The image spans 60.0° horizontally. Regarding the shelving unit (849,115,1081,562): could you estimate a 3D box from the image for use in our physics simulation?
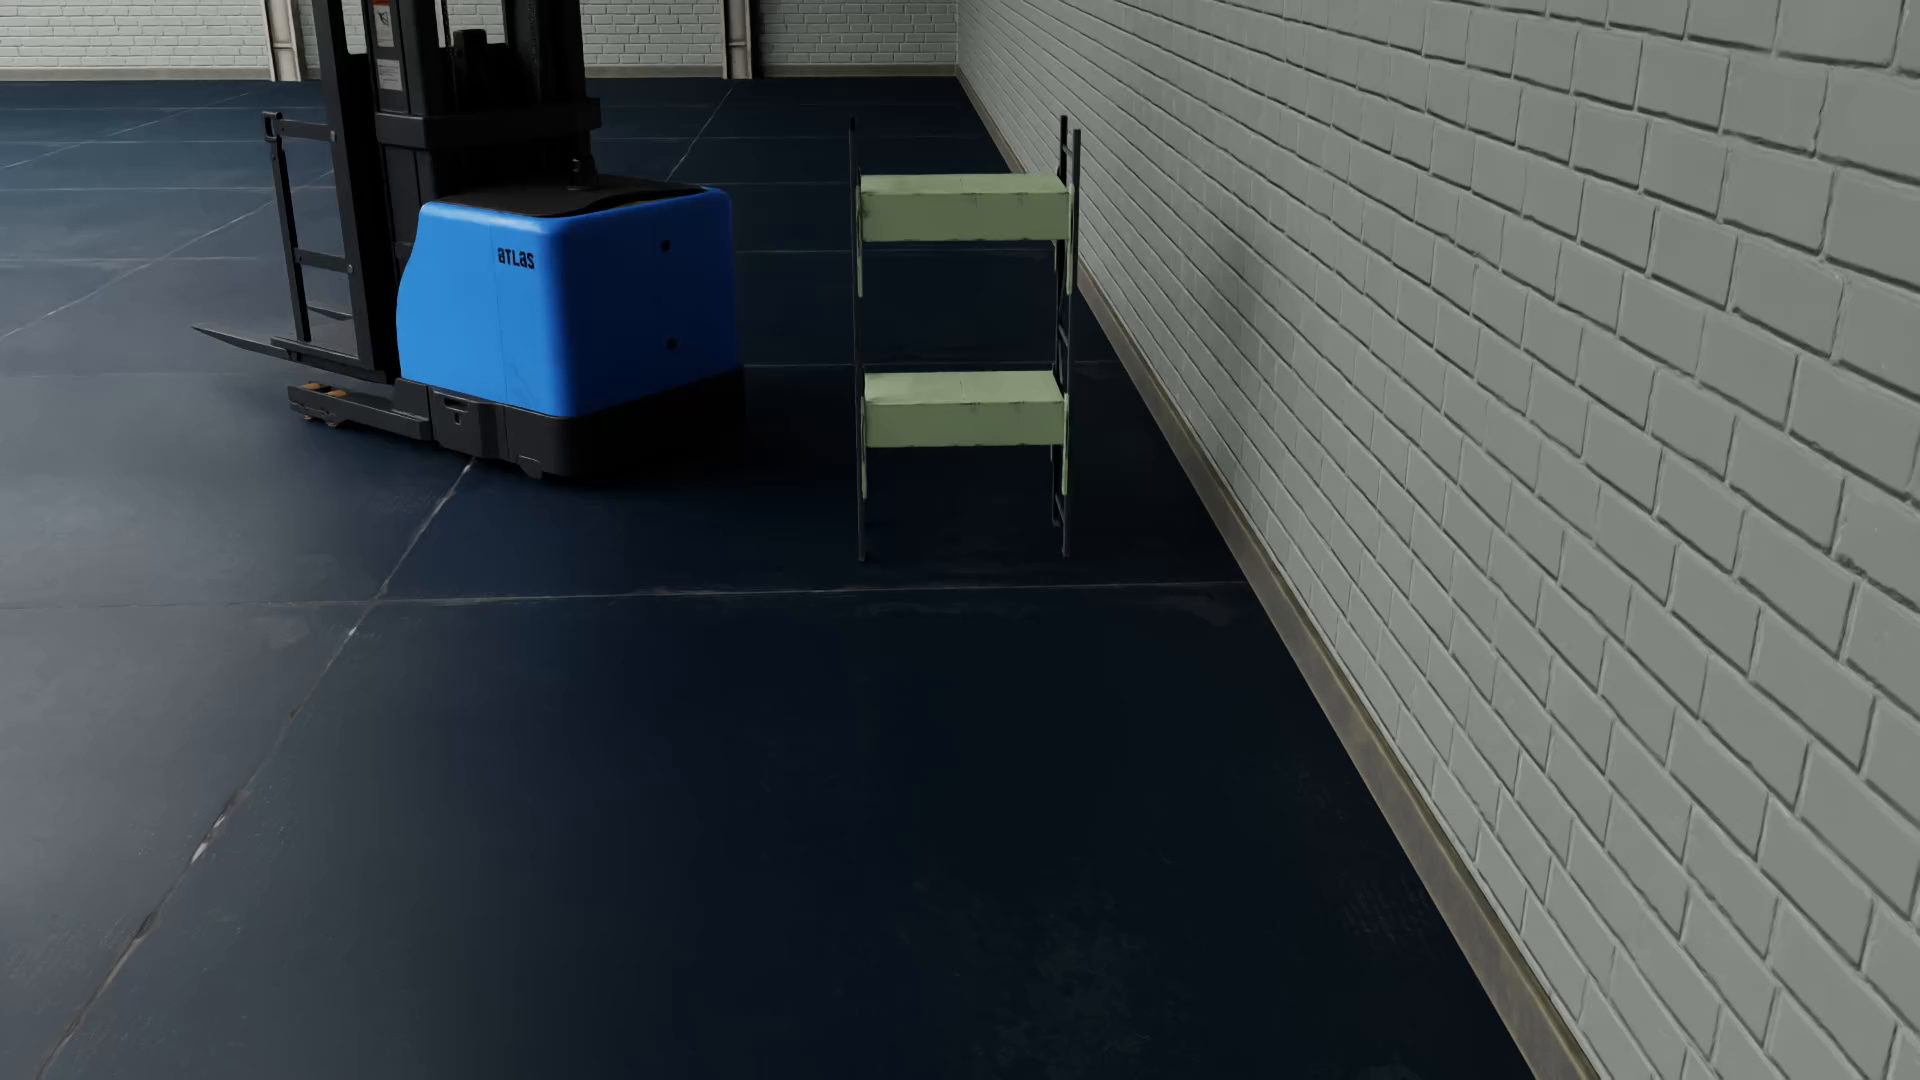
[{"bbox_3d":[0.007,-0.701,5.854,0.755,1.500,0.431,-1,21,-3],"label":"shelving unit"}]

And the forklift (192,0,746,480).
[{"bbox_3d":[-2.429,-2.010,7.281,3.031,2.935,1.130,15,25,34],"label":"forklift"}]

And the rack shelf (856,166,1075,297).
[{"bbox_3d":[0.007,-1.066,5.716,0.720,0.370,0.431,-1,21,-3],"label":"rack shelf"}]

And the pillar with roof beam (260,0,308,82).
[{"bbox_3d":[-8.760,-8.856,16.735,0.400,9.000,9.100,-1,21,-3],"label":"pillar with roof beam"}]

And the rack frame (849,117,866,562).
[{"bbox_3d":[-0.359,-0.694,5.835,0.023,1.500,0.400,-1,21,-3],"label":"rack frame"}]

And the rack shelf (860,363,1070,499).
[{"bbox_3d":[0.007,-0.396,5.970,0.720,0.370,0.431,-1,21,-3],"label":"rack shelf"}]

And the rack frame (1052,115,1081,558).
[{"bbox_3d":[0.372,-0.708,5.874,0.023,1.500,0.400,-1,21,-3],"label":"rack frame"}]

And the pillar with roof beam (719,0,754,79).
[{"bbox_3d":[-2.770,-8.978,17.055,0.400,9.000,9.100,-1,21,-3],"label":"pillar with roof beam"}]
